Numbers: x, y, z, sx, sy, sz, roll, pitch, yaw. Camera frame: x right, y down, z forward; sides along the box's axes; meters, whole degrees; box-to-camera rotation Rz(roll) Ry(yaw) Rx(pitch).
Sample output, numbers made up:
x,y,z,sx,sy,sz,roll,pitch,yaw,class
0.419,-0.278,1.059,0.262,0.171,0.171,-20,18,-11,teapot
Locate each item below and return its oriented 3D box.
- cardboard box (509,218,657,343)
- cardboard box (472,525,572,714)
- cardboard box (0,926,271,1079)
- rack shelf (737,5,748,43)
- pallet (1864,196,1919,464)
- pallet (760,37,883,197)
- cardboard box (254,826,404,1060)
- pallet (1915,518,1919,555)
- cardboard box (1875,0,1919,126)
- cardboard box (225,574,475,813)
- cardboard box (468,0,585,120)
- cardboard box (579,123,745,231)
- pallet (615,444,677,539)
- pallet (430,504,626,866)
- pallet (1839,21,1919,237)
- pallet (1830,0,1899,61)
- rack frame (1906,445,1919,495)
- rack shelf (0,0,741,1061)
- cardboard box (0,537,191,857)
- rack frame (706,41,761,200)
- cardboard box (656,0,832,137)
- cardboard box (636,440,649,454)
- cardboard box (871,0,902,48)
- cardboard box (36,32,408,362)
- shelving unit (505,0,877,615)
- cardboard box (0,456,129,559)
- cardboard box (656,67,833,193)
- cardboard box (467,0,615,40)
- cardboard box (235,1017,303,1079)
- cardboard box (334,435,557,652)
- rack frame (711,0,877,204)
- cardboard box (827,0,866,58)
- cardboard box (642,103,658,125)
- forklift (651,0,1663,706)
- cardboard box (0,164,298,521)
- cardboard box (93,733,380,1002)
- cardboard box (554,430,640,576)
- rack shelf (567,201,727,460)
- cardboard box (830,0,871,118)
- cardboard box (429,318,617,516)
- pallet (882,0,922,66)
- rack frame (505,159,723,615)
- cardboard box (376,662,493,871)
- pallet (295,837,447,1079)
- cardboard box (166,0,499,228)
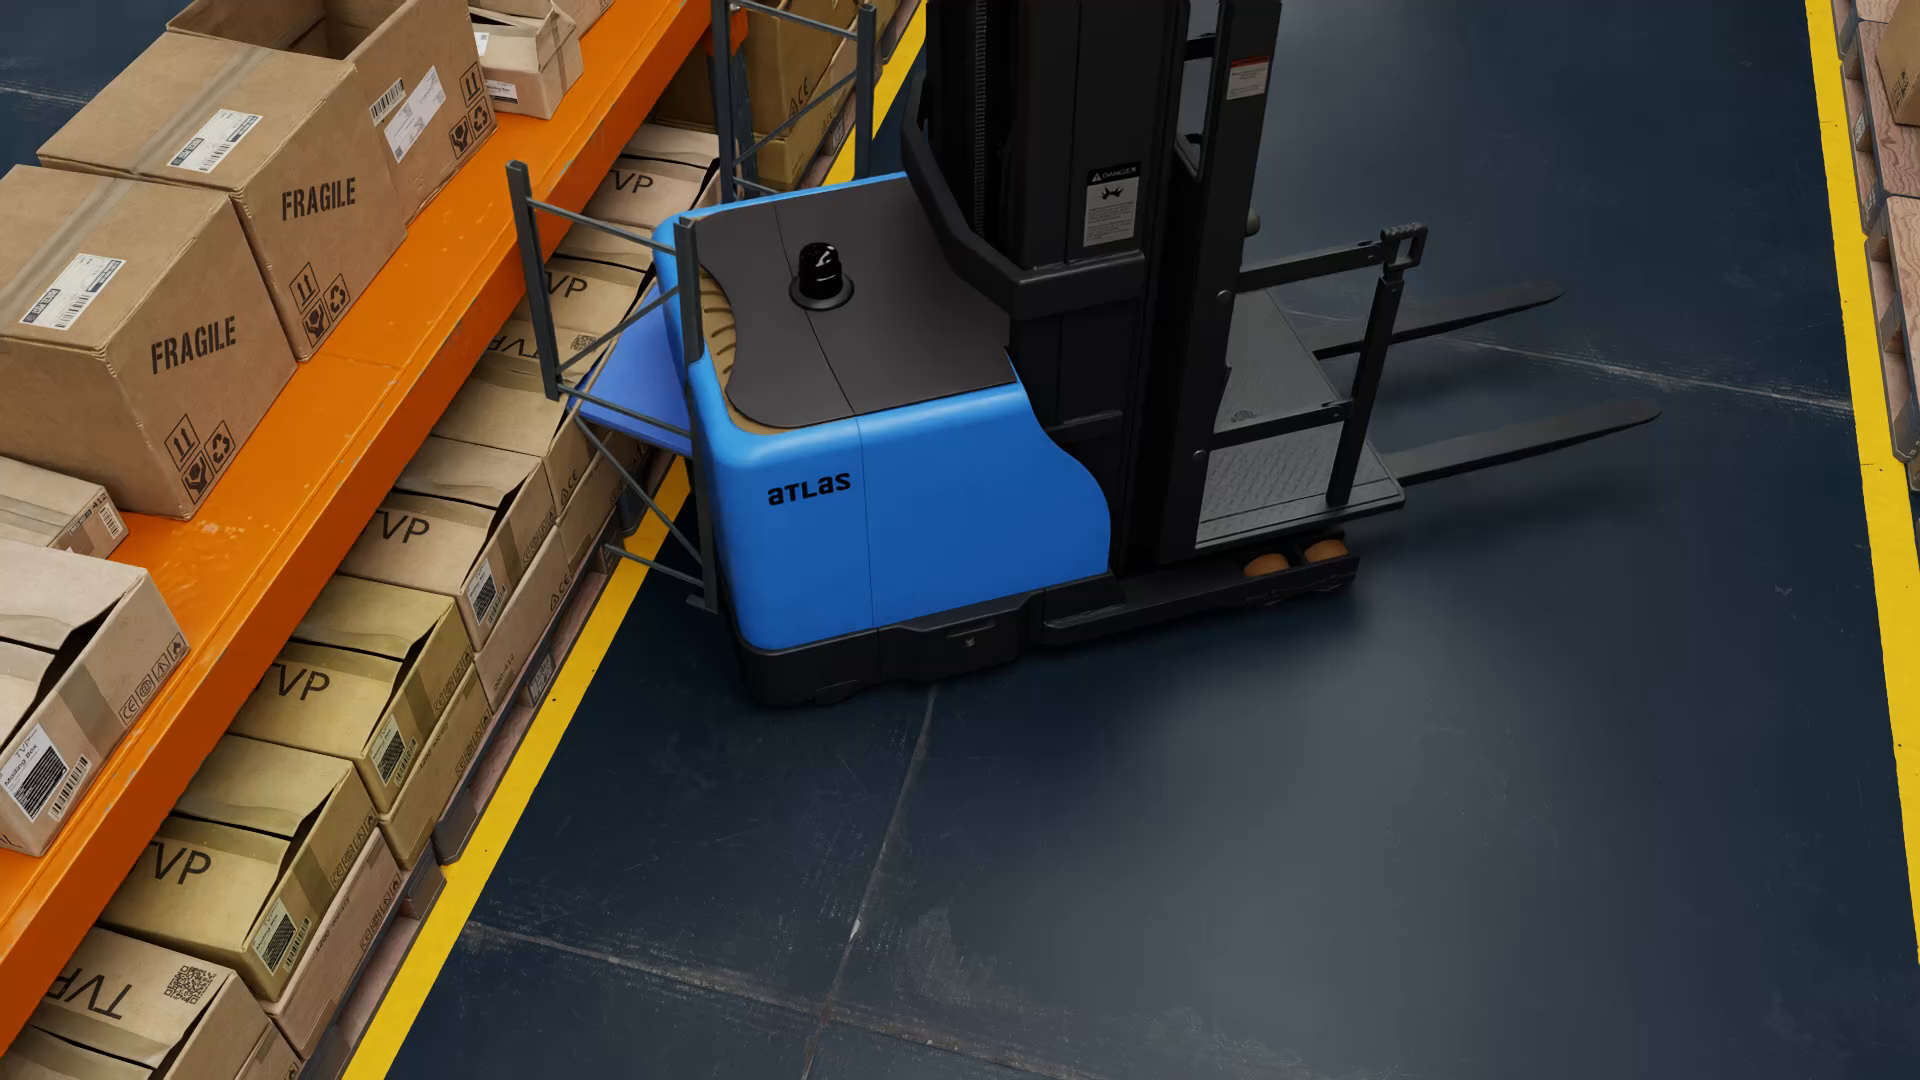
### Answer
x,y,z,sx,sy,sz,roll,pitch,yaw,class
-1.167,-0.754,5.095,0.500,0.311,0.500,13,50,11,cardboard box
-1.440,0.165,4.658,0.500,0.250,0.500,12,50,11,cardboard box
-1.838,1.091,3.466,0.500,0.311,0.500,13,50,11,cardboard box
-0.680,-3.275,6.620,1.077,0.370,4.000,12,50,10,rack shelf
3.717,-0.662,5.693,1.003,0.211,1.213,12,50,10,pallet
-0.956,-1.711,6.619,1.003,0.211,1.213,12,50,10,pallet
-1.706,0.913,3.997,0.500,0.250,0.500,10,49,9,cardboard box
3.371,0.394,4.761,1.003,0.211,1.213,12,50,10,pallet
3.967,-1.888,6.289,0.700,0.500,0.500,9,49,8,cardboard box
-1.571,0.341,4.128,0.500,0.311,0.500,10,49,9,cardboard box
-1.260,-1.350,4.530,0.396,0.266,0.258,10,49,9,cardboard box
-1.036,-1.132,5.428,0.500,0.311,0.500,12,50,10,cardboard box
-1.362,-0.603,5.642,1.003,0.211,1.213,12,50,10,pallet
-1.681,0.282,4.860,1.003,0.211,1.213,12,50,10,pallet
4.036,-1.547,6.475,1.003,0.211,1.213,12,50,10,pallet
4.359,-2.427,7.251,1.003,0.211,1.213,12,50,10,pallet
3.574,-1.092,4.213,1.000,3.000,0.127,12,50,10,rack frame
-1.732,-0.382,4.066,1.077,0.370,4.000,12,50,10,rack shelf
-1.836,0.247,3.090,0.500,0.311,0.500,11,49,10,cardboard box
-1.206,-2.067,5.073,1.000,3.000,0.127,12,50,10,rack frame
-0.782,-1.817,5.907,0.500,0.500,0.500,12,50,10,cardboard box
-1.170,-0.573,5.309,0.500,0.250,0.500,11,49,9,cardboard box
-0.518,-2.293,6.827,0.500,0.250,0.500,12,50,10,cardboard box
-1.694,-0.804,3.892,0.500,0.500,0.500,12,50,10,cardboard box
-0.710,-0.698,4.836,0.538,1.500,1.048,20,52,12,shelving unit
-1.977,-0.024,3.438,0.380,0.149,0.250,15,50,13,cardboard box
-0.791,-1.571,6.190,0.500,0.250,0.500,12,50,10,cardboard box
-1.293,-1.652,4.808,0.500,0.250,0.500,14,50,12,cardboard box
-1.838,1.277,3.676,0.500,0.250,0.500,11,50,10,cardboard box
-1.436,-0.031,4.456,0.500,0.311,0.500,11,49,10,cardboard box
-0.512,-1.049,5.146,0.500,1.500,0.032,20,52,12,rack frame
-0.658,-2.181,6.228,0.500,0.500,0.500,12,50,10,cardboard box
-1.295,-1.674,6.281,0.500,0.250,0.500,12,50,10,cardboard box
0.704,-1.138,4.299,3.031,2.935,1.130,-13,50,-11,forklift
-1.833,-0.423,3.556,0.500,0.500,0.500,9,49,8,cardboard box
-1.707,0.710,3.803,0.500,0.311,0.500,10,49,9,cardboard box
-1.305,-0.203,4.982,0.500,0.250,0.500,13,50,11,cardboard box
-0.722,-0.583,4.974,0.538,0.185,1.000,20,52,12,rack shelf
-0.655,-1.932,6.508,0.500,0.250,0.500,12,50,10,cardboard box
-1.300,-0.394,4.777,0.500,0.311,0.500,11,50,10,cardboard box
-0.637,-2.596,7.400,1.003,0.211,1.213,12,50,10,pallet
-0.908,-0.346,4.527,0.500,1.500,0.032,20,52,12,rack frame
-1.575,0.536,4.330,0.500,0.250,0.500,10,49,9,cardboard box
-2.004,1.162,4.084,1.003,0.211,1.213,12,50,10,pallet
-1.562,-1.166,4.212,0.500,0.500,0.500,15,50,13,cardboard box
